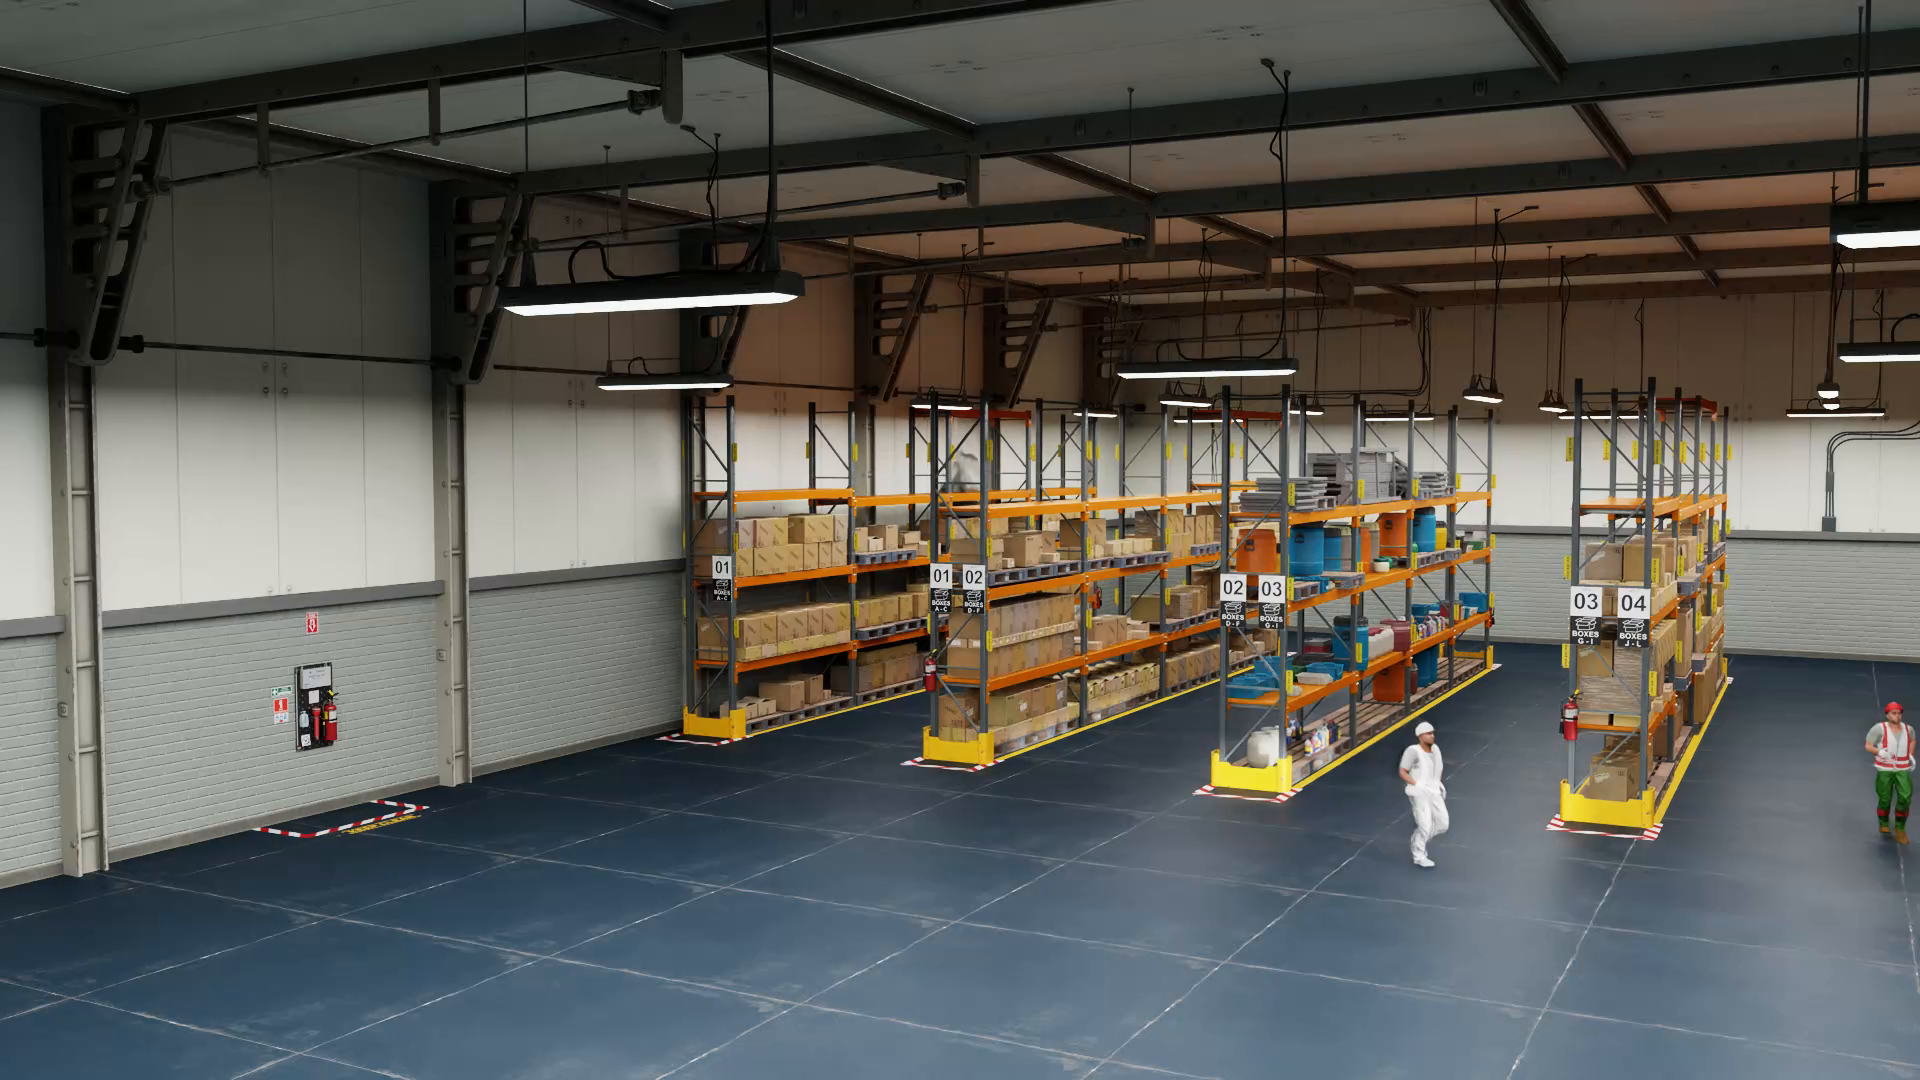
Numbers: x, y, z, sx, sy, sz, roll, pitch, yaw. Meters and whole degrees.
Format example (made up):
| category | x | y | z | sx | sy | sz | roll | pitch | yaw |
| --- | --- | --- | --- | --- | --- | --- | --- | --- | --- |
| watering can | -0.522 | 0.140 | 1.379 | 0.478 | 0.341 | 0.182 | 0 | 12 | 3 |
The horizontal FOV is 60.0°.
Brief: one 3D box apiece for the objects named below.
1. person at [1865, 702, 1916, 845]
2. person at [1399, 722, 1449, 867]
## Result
| category | x | y | z | sx | sy | sz | roll | pitch | yaw |
| --- | --- | --- | --- | --- | --- | --- | --- | --- | --- |
| person | 11.998 | 2.993 | 21.412 | 0.635 | 1.825 | 0.749 | 1 | 3 | 17 |
| person | 5.606 | 3.067 | 20.076 | 0.699 | 1.743 | 0.592 | -2 | 3 | -30 |
